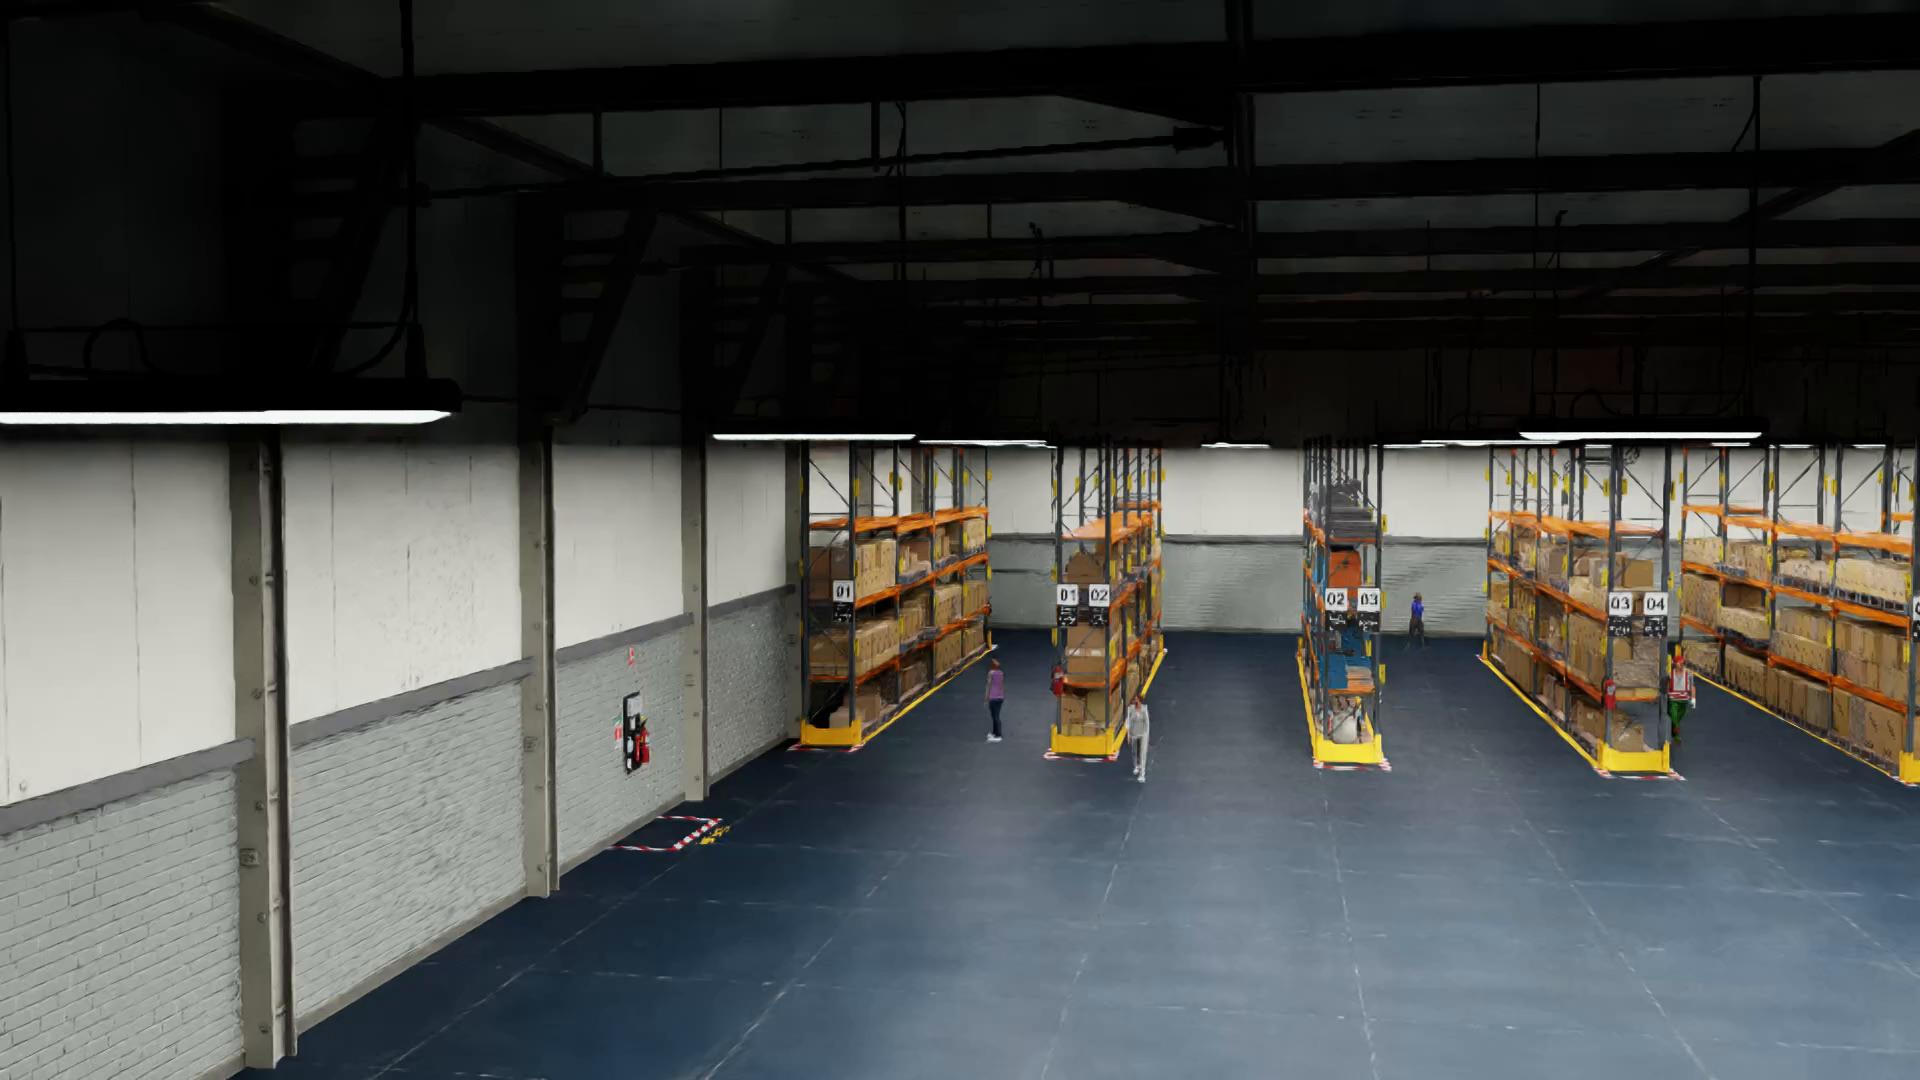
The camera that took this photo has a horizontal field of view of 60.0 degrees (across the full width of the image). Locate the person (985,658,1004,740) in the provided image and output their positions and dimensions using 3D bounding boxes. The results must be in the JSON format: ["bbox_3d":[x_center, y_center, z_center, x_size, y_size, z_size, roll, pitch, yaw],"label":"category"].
[{"bbox_3d":[0.676,3.134,32.853,0.527,1.592,0.522,3,4,41],"label":"person"}]

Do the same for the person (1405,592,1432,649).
[{"bbox_3d":[13.149,2.307,47.772,0.700,1.650,0.557,-3,4,-42],"label":"person"}]

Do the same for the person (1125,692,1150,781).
[{"bbox_3d":[3.087,3.384,28.918,0.417,1.517,1.036,1,3,13],"label":"person"}]

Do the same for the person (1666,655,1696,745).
[{"bbox_3d":[14.023,3.099,32.425,0.565,1.736,1.045,1,3,9],"label":"person"}]
